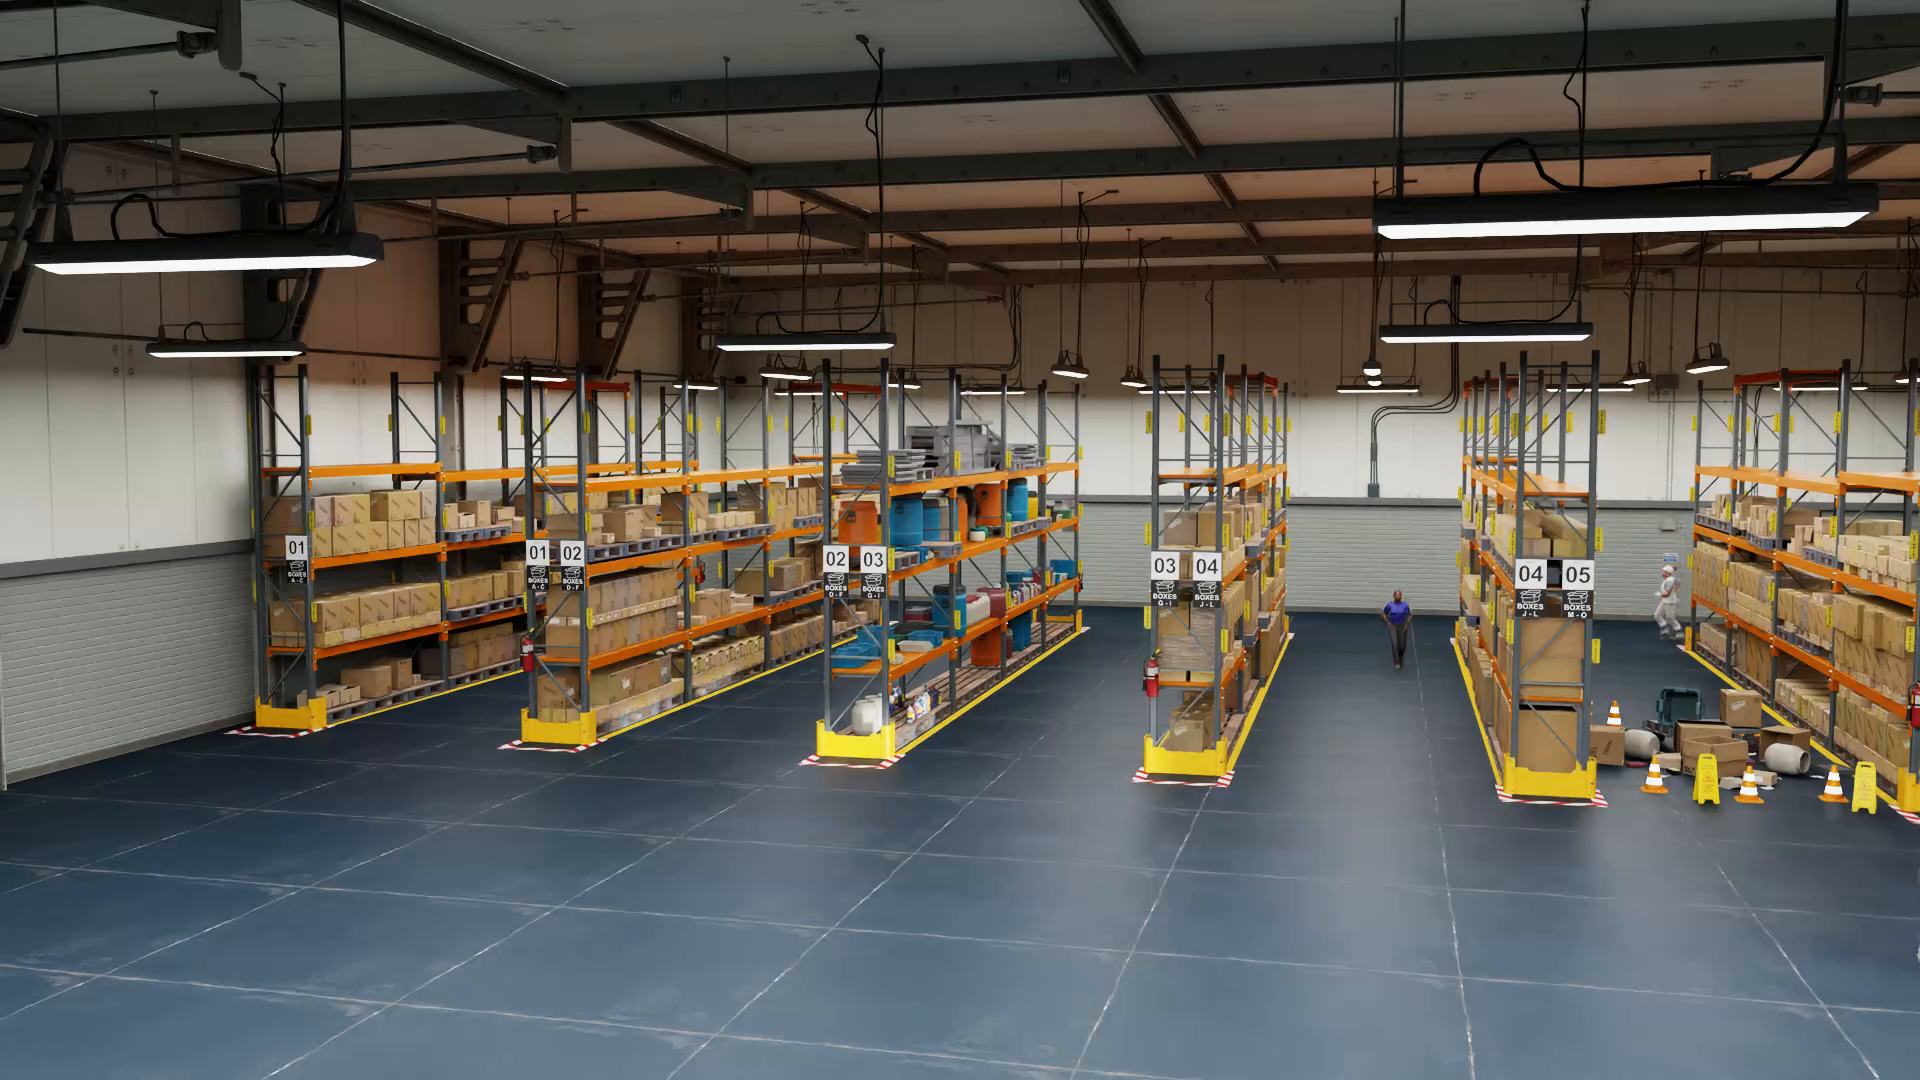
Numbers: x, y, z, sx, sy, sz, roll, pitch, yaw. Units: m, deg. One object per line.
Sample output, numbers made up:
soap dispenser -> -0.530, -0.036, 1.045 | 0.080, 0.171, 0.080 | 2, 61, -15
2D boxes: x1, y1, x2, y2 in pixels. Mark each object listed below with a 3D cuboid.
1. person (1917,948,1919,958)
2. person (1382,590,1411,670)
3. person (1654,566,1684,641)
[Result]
person -> 9.158, 3.113, 15.174 | 0.642, 1.765, 0.689 | -3, 5, -35
person -> 8.975, 1.833, 34.237 | 0.568, 1.626, 0.601 | 1, 4, 9
person -> 16.365, 1.479, 38.341 | 0.706, 1.791, 0.683 | 1, 4, 14
